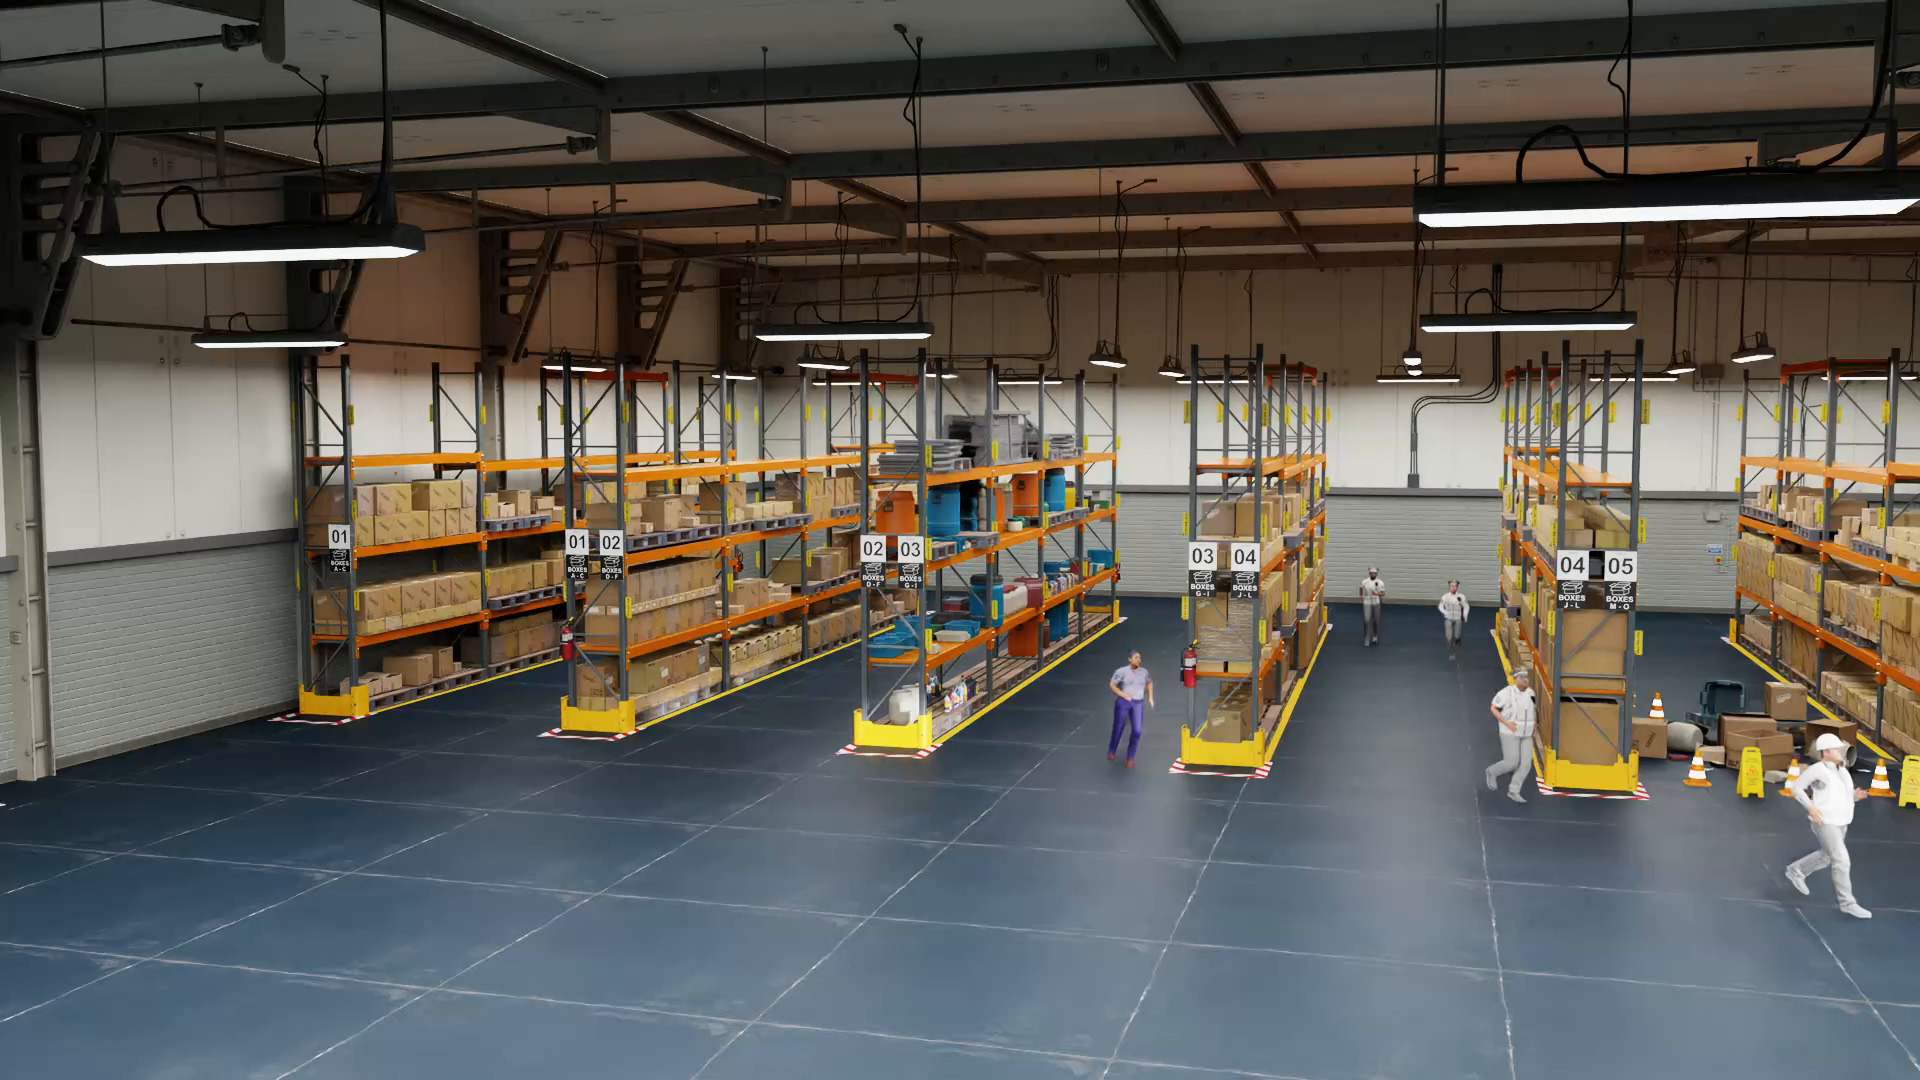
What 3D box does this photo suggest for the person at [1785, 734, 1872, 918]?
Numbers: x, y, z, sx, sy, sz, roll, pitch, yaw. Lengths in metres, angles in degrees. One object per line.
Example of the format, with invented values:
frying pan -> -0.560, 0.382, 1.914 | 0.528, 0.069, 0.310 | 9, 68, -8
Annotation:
person -> 8.785, 2.835, 16.799 | 0.656, 1.758, 0.970 | -3, 5, -34

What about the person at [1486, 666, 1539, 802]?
person -> 7.263, 2.522, 21.781 | 0.672, 1.783, 0.615 | -1, 4, -15

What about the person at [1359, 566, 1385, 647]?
person -> 8.974, 1.449, 36.241 | 0.551, 1.744, 0.744 | 1, 4, 15

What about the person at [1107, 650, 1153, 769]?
person -> 2.458, 2.419, 23.800 | 0.668, 1.672, 0.654 | -1, 4, -8

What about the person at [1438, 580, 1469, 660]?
person -> 10.103, 1.633, 34.043 | 0.613, 1.658, 0.549 | 1, 4, 17
